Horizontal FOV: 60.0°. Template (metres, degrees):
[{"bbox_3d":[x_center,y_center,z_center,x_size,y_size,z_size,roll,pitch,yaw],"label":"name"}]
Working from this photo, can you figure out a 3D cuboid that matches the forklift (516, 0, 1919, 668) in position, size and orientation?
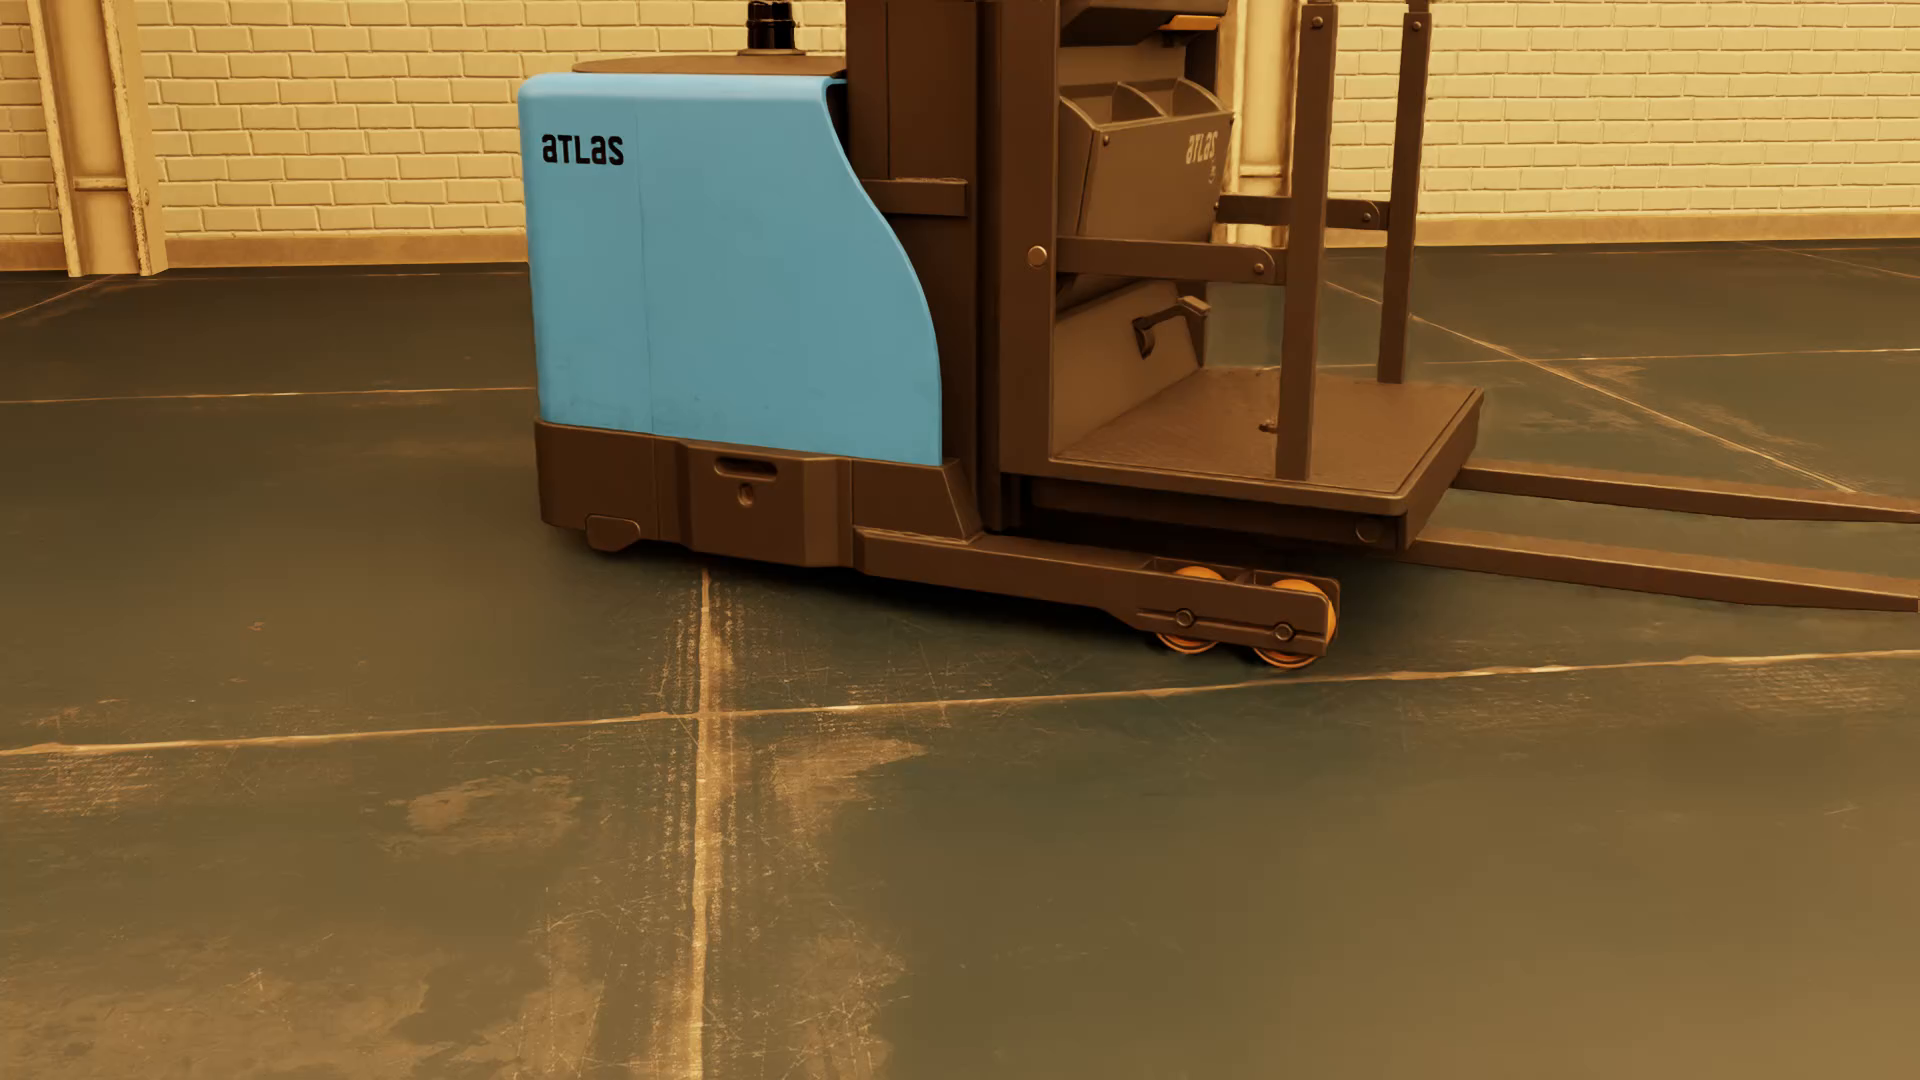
[{"bbox_3d":[0.580,-1.334,3.314,3.031,2.935,1.130,7,18,23],"label":"forklift"}]
